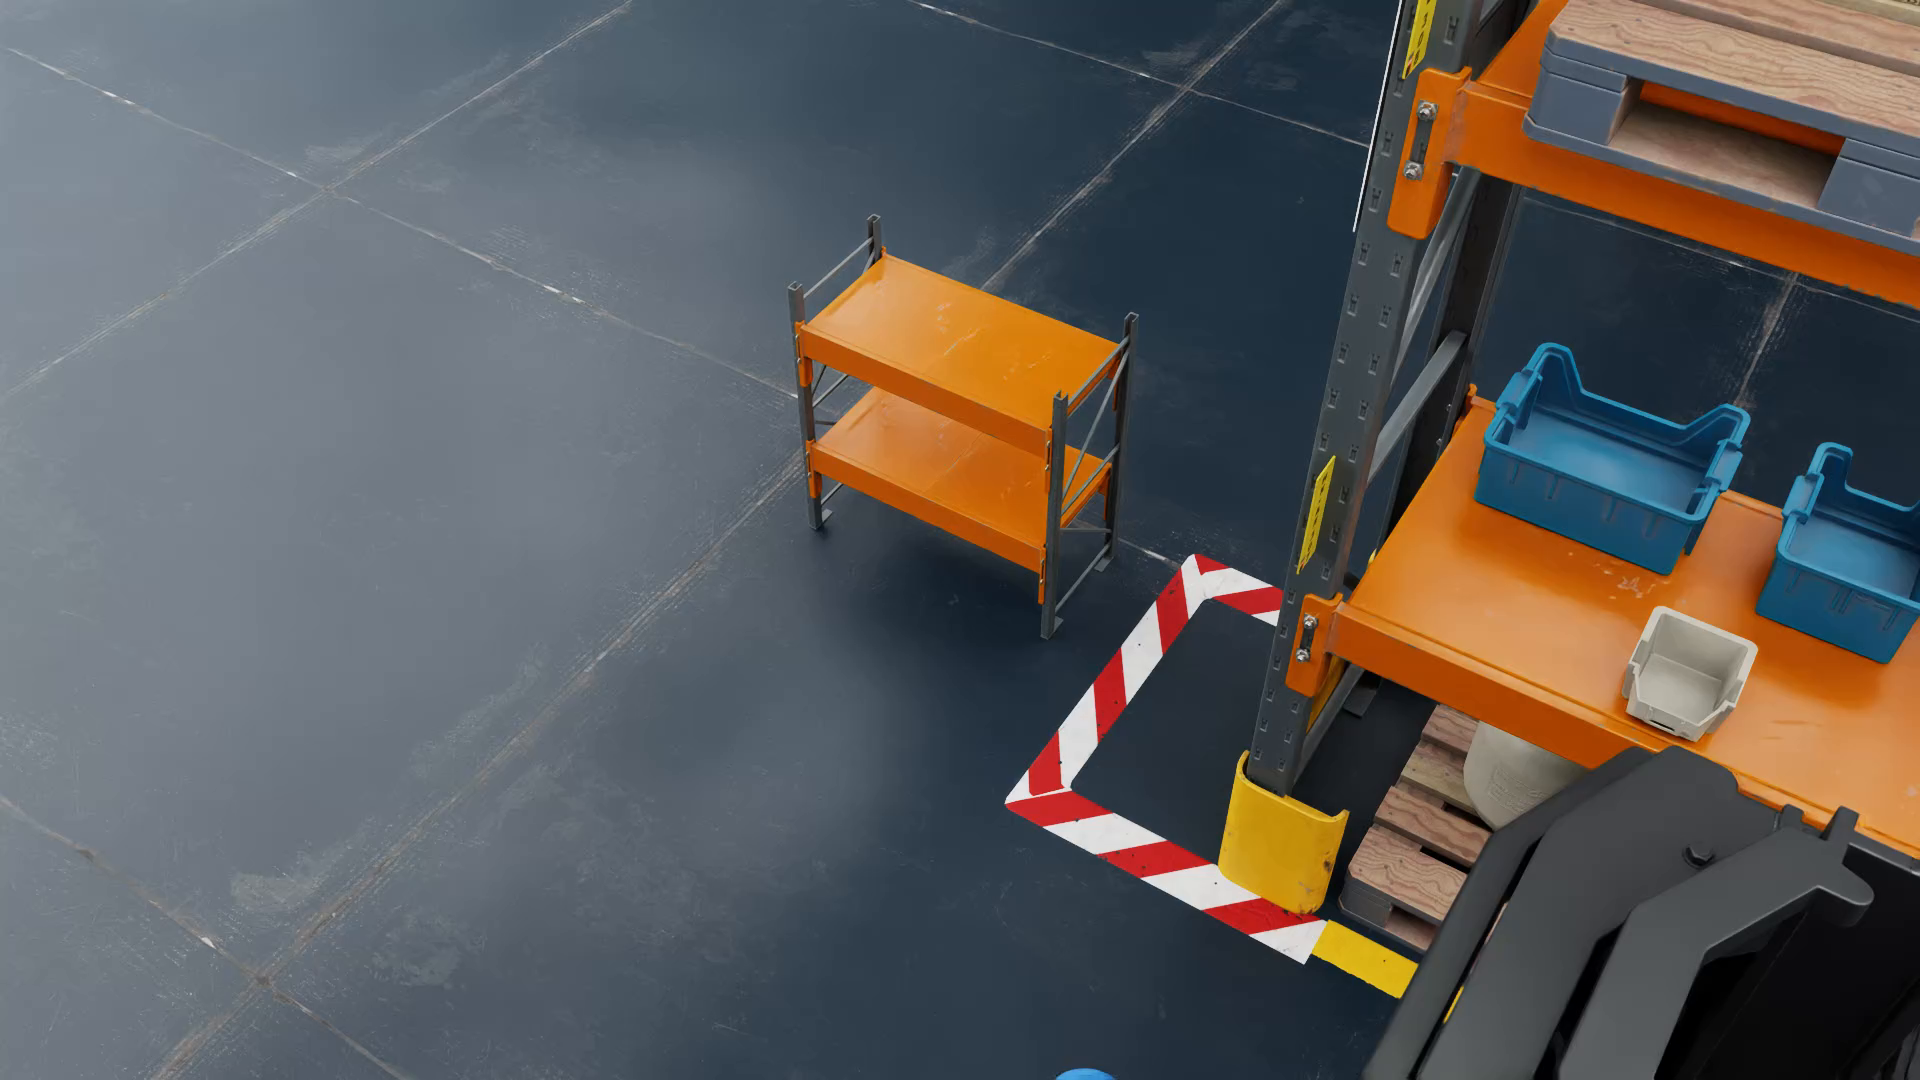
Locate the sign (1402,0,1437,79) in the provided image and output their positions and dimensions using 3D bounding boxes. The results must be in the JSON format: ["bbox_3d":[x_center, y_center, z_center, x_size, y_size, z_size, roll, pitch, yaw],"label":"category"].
[{"bbox_3d":[0.860,-1.009,3.041,0.005,0.325,0.100,25,51,22],"label":"sign"}]

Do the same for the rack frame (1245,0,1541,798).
[{"bbox_3d":[1.161,-0.291,4.442,0.127,3.000,1.000,25,51,22],"label":"rack frame"}]

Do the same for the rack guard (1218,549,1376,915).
[{"bbox_3d":[1.250,0.581,5.337,0.348,0.500,1.175,25,51,22],"label":"rack guard"}]

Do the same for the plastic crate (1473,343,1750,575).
[{"bbox_3d":[1.744,-0.226,4.482,0.616,0.251,0.499,25,51,22],"label":"plastic crate"}]

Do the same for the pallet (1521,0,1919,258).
[{"bbox_3d":[1.805,-0.891,3.065,1.213,0.211,1.003,25,51,22],"label":"pallet"}]

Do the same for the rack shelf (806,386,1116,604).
[{"bbox_3d":[0.006,-0.219,6.019,1.000,0.278,0.538,25,51,22],"label":"rack shelf"}]

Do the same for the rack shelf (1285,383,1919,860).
[{"bbox_3d":[2.845,0.734,3.947,4.000,0.370,1.077,25,51,22],"label":"rack shelf"}]

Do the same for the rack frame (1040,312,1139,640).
[{"bbox_3d":[0.434,-0.193,5.653,0.032,1.125,0.500,25,51,22],"label":"rack frame"}]

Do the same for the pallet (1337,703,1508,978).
[{"bbox_3d":[1.931,0.999,5.132,1.213,0.211,1.003,25,51,22],"label":"pallet"}]

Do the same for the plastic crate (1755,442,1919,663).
[{"bbox_3d":[2.287,0.029,4.234,0.408,0.251,0.499,25,51,22],"label":"plastic crate"}]

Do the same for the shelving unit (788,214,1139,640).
[{"bbox_3d":[0.006,-0.389,5.844,1.048,1.125,0.538,25,51,22],"label":"shelving unit"}]

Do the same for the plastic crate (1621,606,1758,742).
[{"bbox_3d":[1.741,0.341,4.011,0.250,0.136,0.298,25,51,22],"label":"plastic crate"}]

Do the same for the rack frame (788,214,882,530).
[{"bbox_3d":[-0.422,-0.586,6.035,0.032,1.125,0.500,25,51,22],"label":"rack frame"}]

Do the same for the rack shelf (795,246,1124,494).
[{"bbox_3d":[0.006,-0.593,5.634,1.000,0.278,0.538,25,51,22],"label":"rack shelf"}]

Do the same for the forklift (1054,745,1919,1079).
[{"bbox_3d":[1.201,1.747,2.509,3.031,2.935,1.130,26,51,23],"label":"forklift"}]

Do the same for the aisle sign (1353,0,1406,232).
[{"bbox_3d":[0.942,-1.048,3.364,0.004,0.787,0.394,25,51,22],"label":"aisle sign"}]

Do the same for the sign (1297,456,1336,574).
[{"bbox_3d":[0.860,-0.057,4.021,0.005,0.325,0.100,25,51,22],"label":"sign"}]

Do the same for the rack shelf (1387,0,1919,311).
[{"bbox_3d":[2.845,-0.312,2.871,4.000,0.370,1.077,25,51,22],"label":"rack shelf"}]

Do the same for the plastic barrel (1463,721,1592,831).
[{"bbox_3d":[1.756,0.638,4.980,0.421,0.512,0.421,0,46,0],"label":"plastic barrel"}]

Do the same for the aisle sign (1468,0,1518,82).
[{"bbox_3d":[1.261,-1.404,3.711,0.004,0.787,0.394,25,51,22],"label":"aisle sign"}]
